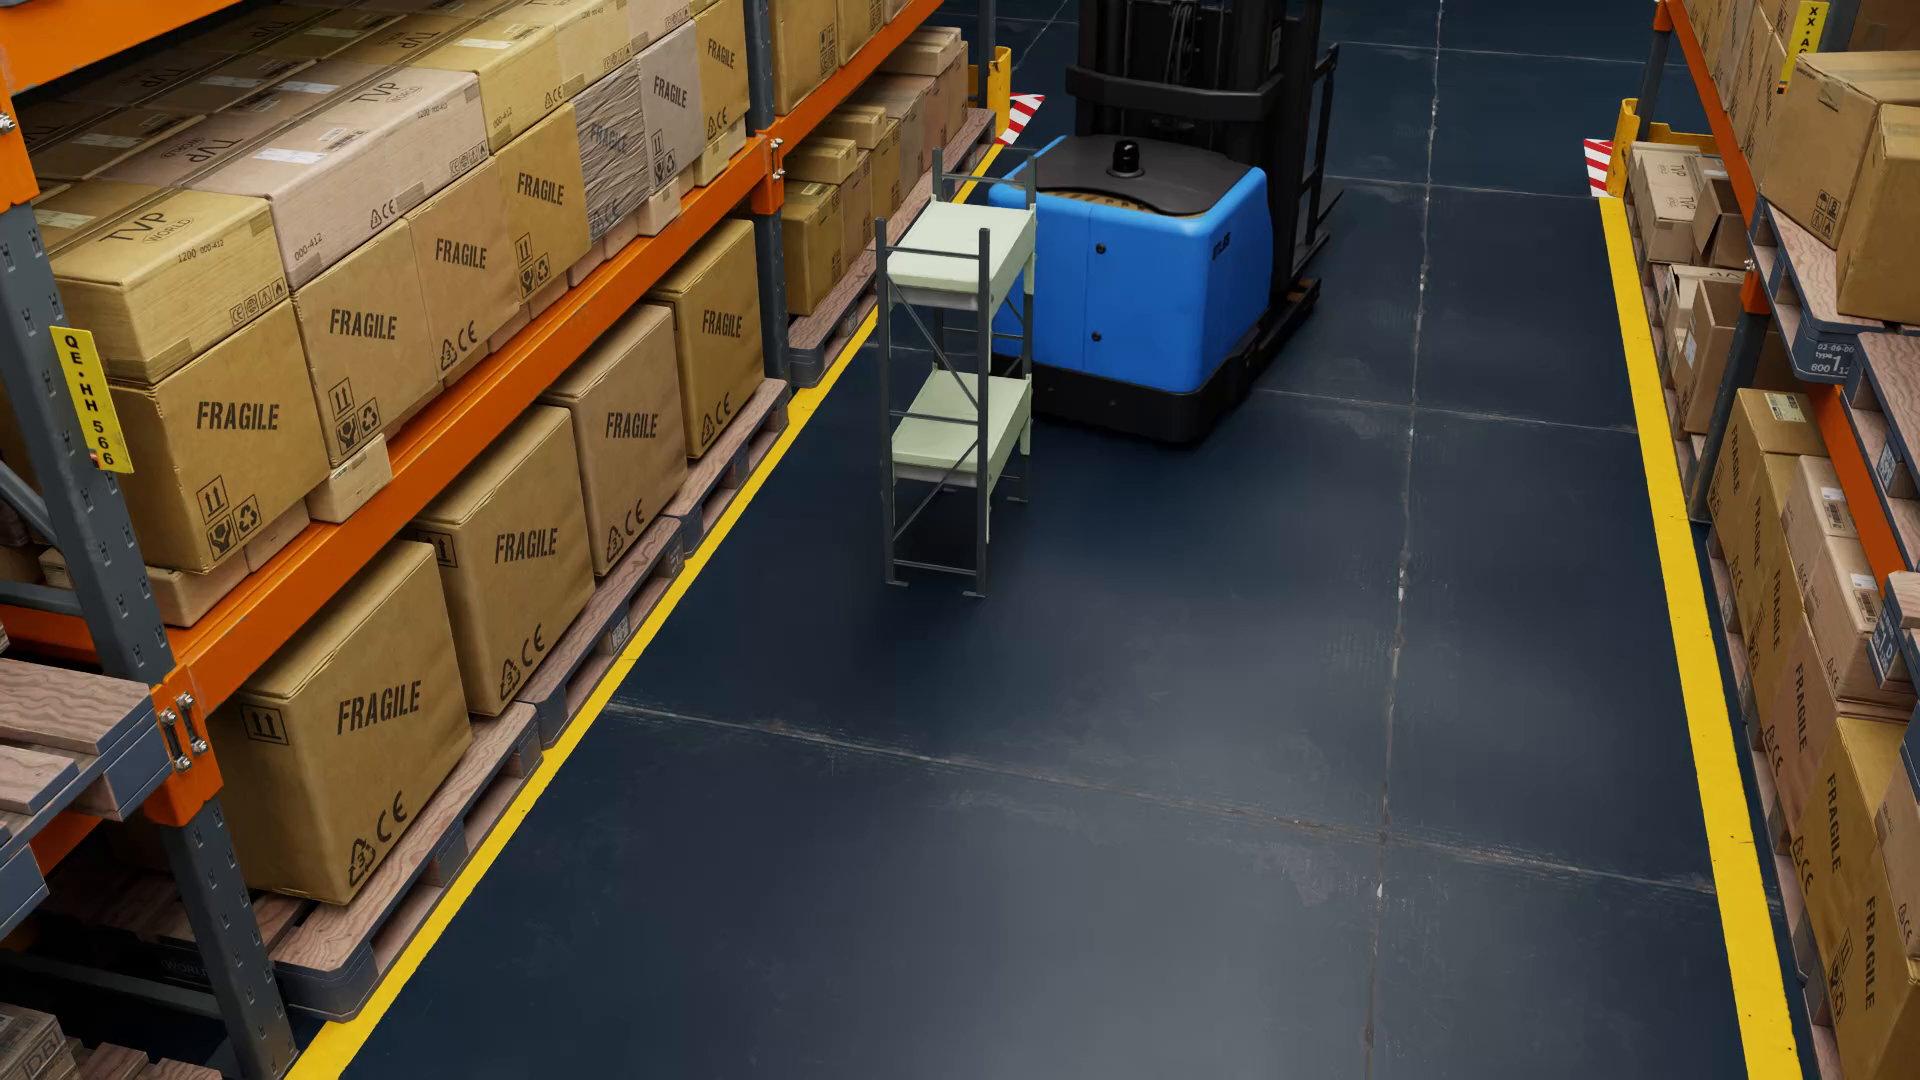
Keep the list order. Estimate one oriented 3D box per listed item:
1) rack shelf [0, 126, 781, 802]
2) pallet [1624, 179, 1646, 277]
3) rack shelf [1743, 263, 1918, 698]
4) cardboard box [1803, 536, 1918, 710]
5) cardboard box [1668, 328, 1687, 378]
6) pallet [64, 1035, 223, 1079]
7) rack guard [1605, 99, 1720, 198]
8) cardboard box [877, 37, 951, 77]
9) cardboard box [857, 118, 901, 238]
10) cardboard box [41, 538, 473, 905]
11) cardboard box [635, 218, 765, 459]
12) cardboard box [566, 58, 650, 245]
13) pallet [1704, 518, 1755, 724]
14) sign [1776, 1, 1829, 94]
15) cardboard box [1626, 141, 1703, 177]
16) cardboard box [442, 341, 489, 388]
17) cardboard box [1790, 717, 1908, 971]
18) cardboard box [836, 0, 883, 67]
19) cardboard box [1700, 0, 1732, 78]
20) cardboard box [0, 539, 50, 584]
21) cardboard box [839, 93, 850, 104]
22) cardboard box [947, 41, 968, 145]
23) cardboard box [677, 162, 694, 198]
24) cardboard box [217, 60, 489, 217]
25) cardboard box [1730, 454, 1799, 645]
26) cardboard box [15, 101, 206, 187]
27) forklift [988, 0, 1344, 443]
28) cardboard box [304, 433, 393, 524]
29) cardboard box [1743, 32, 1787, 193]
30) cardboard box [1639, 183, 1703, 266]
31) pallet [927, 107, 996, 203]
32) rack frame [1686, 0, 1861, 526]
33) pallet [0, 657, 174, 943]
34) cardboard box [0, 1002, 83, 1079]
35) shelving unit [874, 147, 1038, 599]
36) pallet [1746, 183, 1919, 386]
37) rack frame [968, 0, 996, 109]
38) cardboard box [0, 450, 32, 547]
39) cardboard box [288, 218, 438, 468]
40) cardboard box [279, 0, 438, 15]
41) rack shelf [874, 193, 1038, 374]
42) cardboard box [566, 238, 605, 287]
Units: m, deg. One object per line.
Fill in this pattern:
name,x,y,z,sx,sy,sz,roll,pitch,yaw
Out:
rack shelf,-1.792,-0.631,5.616,1.077,0.370,4.000,8,33,12
pallet,4.302,-1.745,9.298,1.003,0.211,1.213,8,33,12
rack shelf,3.000,0.042,4.559,1.077,0.370,4.000,8,33,12
cardboard box,2.769,0.250,4.781,0.500,0.250,0.500,7,33,11
cardboard box,3.415,-0.819,7.490,0.380,0.149,0.250,8,33,12
pallet,-2.500,1.686,3.901,1.003,0.211,1.213,8,33,12
rack guard,4.503,-2.281,9.872,1.175,0.500,0.348,8,33,12
cardboard box,-0.271,-2.843,9.760,0.380,0.149,0.250,9,34,14
cardboard box,-0.733,-1.995,9.030,0.700,0.500,0.500,9,33,14
cardboard box,-1.986,0.470,4.827,0.750,0.750,0.750,8,33,12
cardboard box,-1.324,-0.887,6.962,0.750,0.750,0.750,8,33,13
cardboard box,-1.414,-1.349,5.686,0.500,0.500,0.500,8,33,12
pallet,3.338,0.305,6.074,1.003,0.211,1.213,8,33,12
sign,2.981,-1.735,5.876,0.100,0.325,0.005,8,33,12
cardboard box,4.084,-2.187,9.642,0.380,0.149,0.250,8,33,12
cardboard box,-1.693,-0.609,5.128,0.380,0.149,0.250,9,33,13
cardboard box,2.634,0.860,4.522,0.500,0.500,0.500,7,33,11
cardboard box,-0.941,-2.756,8.010,0.980,0.700,0.700,7,33,11
cardboard box,3.771,-2.435,7.692,0.500,0.500,0.500,8,33,13
cardboard box,-2.465,-0.003,4.174,0.380,0.149,0.250,9,33,13
cardboard box,-0.832,-2.501,9.222,0.380,0.149,0.250,8,33,13
cardboard box,-0.351,-2.793,10.286,0.700,0.500,0.500,8,33,12
cardboard box,-1.247,-1.398,6.369,0.380,0.149,0.250,9,34,14
cardboard box,-1.677,-1.128,4.641,0.500,0.250,0.500,8,33,13
cardboard box,3.025,0.066,5.770,0.500,0.500,0.500,8,33,13
cardboard box,-2.301,-0.928,4.325,0.500,0.250,0.500,7,33,11
forklift,1.218,-2.433,7.846,1.130,2.935,3.031,15,35,22
cardboard box,-1.771,-0.194,4.475,0.380,0.149,0.250,9,34,14
cardboard box,3.386,-1.636,6.434,0.500,0.500,0.500,9,33,13
cardboard box,3.857,-1.638,8.684,0.500,0.250,0.500,8,33,12
pallet,-0.397,-2.445,10.400,1.003,0.211,1.213,8,33,12
rack frame,3.508,-1.299,5.998,1.000,3.000,0.127,8,33,12
pallet,-2.378,0.569,3.238,1.213,0.211,1.003,8,33,12
cardboard box,-2.432,1.354,3.745,0.700,0.500,0.500,8,33,13
shelving unit,-0.002,-0.629,6.342,0.431,1.500,0.755,8,33,12
pallet,3.199,-0.819,5.421,1.003,0.211,1.213,8,33,12
rack frame,-0.270,-4.048,10.321,1.000,3.000,0.127,8,33,12
cardboard box,-2.435,-0.353,4.121,0.500,0.500,0.500,8,33,13
cardboard box,-1.787,-0.560,4.446,0.500,0.500,0.500,9,34,14
cardboard box,-1.902,-1.728,5.584,0.500,0.250,0.500,7,33,11
rack shelf,-0.002,-0.959,6.133,0.431,0.370,0.720,8,33,12
cardboard box,-1.462,-1.007,5.754,0.380,0.149,0.250,7,33,11
